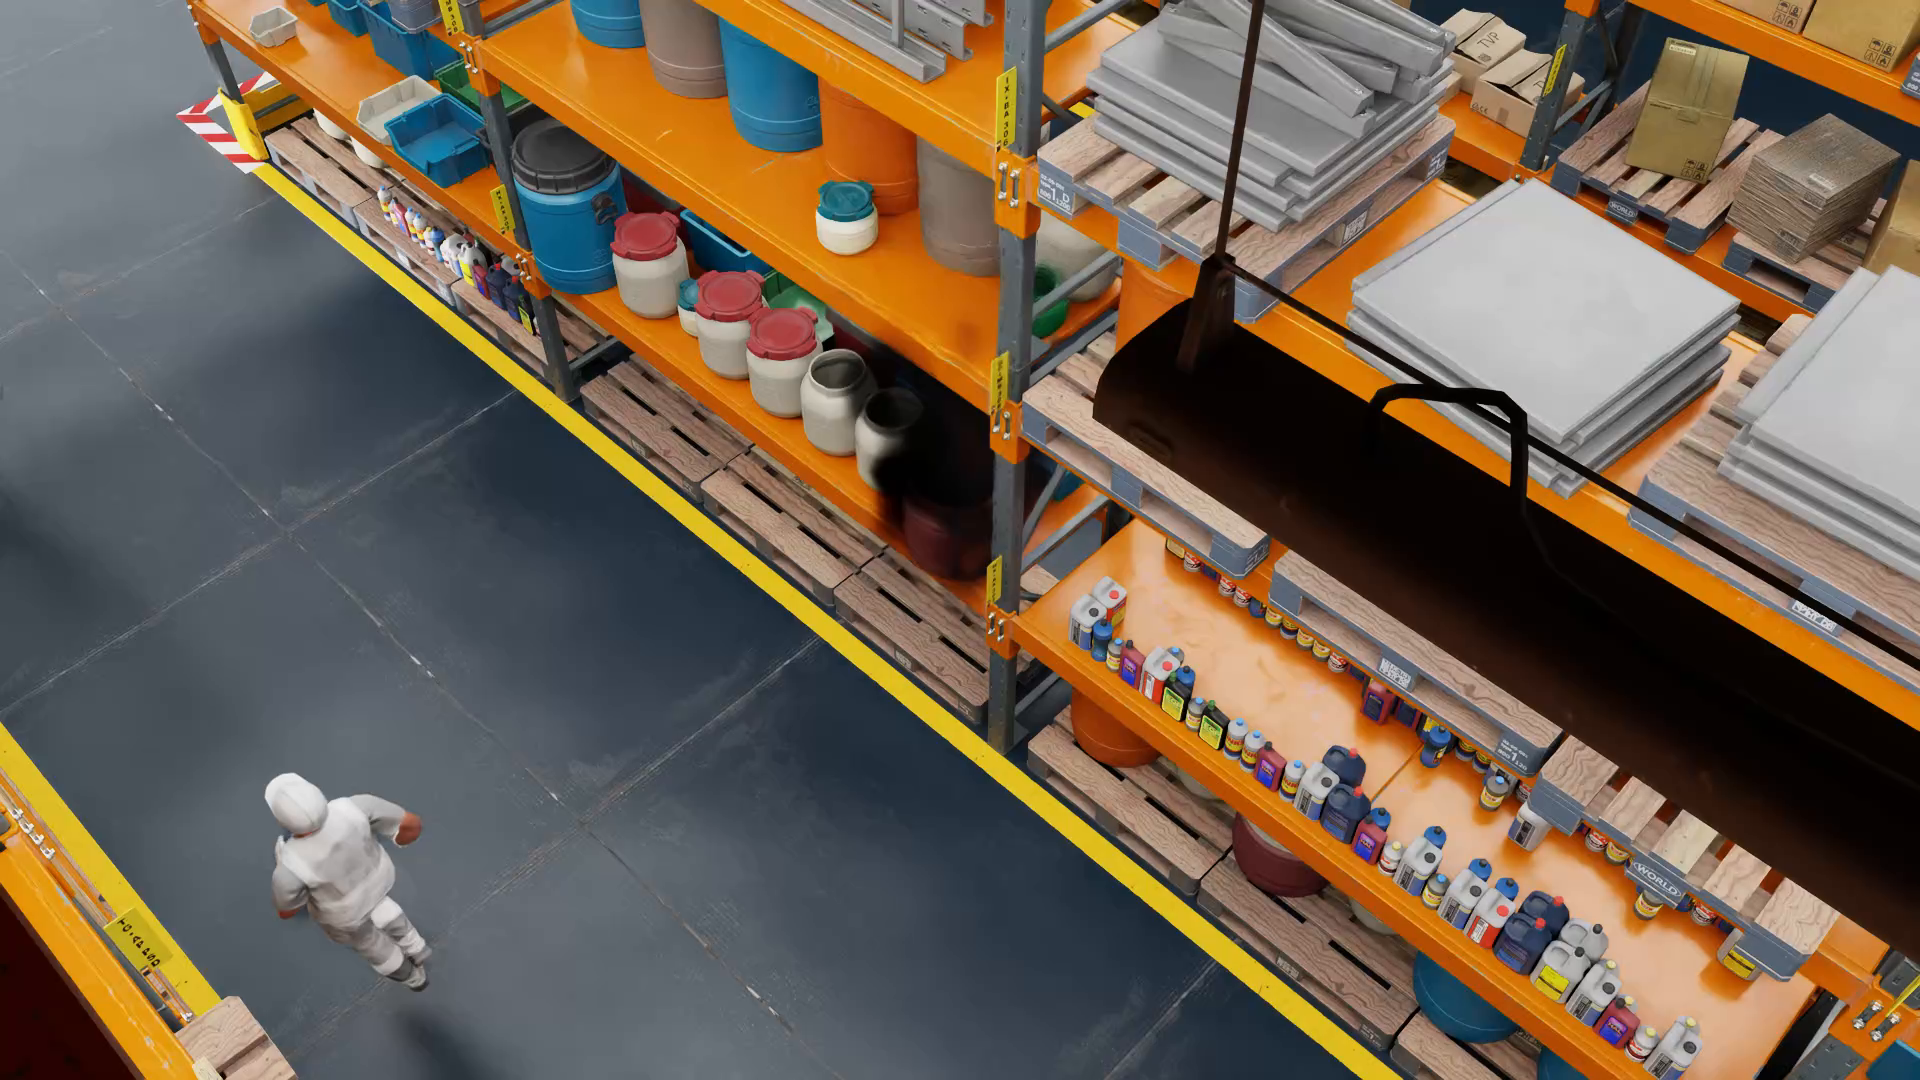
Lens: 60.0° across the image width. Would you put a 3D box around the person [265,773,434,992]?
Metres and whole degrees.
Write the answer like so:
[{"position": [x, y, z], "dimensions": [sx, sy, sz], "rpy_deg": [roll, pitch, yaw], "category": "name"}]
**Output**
[{"position": [-2.795, 1.557, 7.565], "dimensions": [0.576, 1.759, 0.665], "rpy_deg": [26, 55, 20], "category": "person"}]
